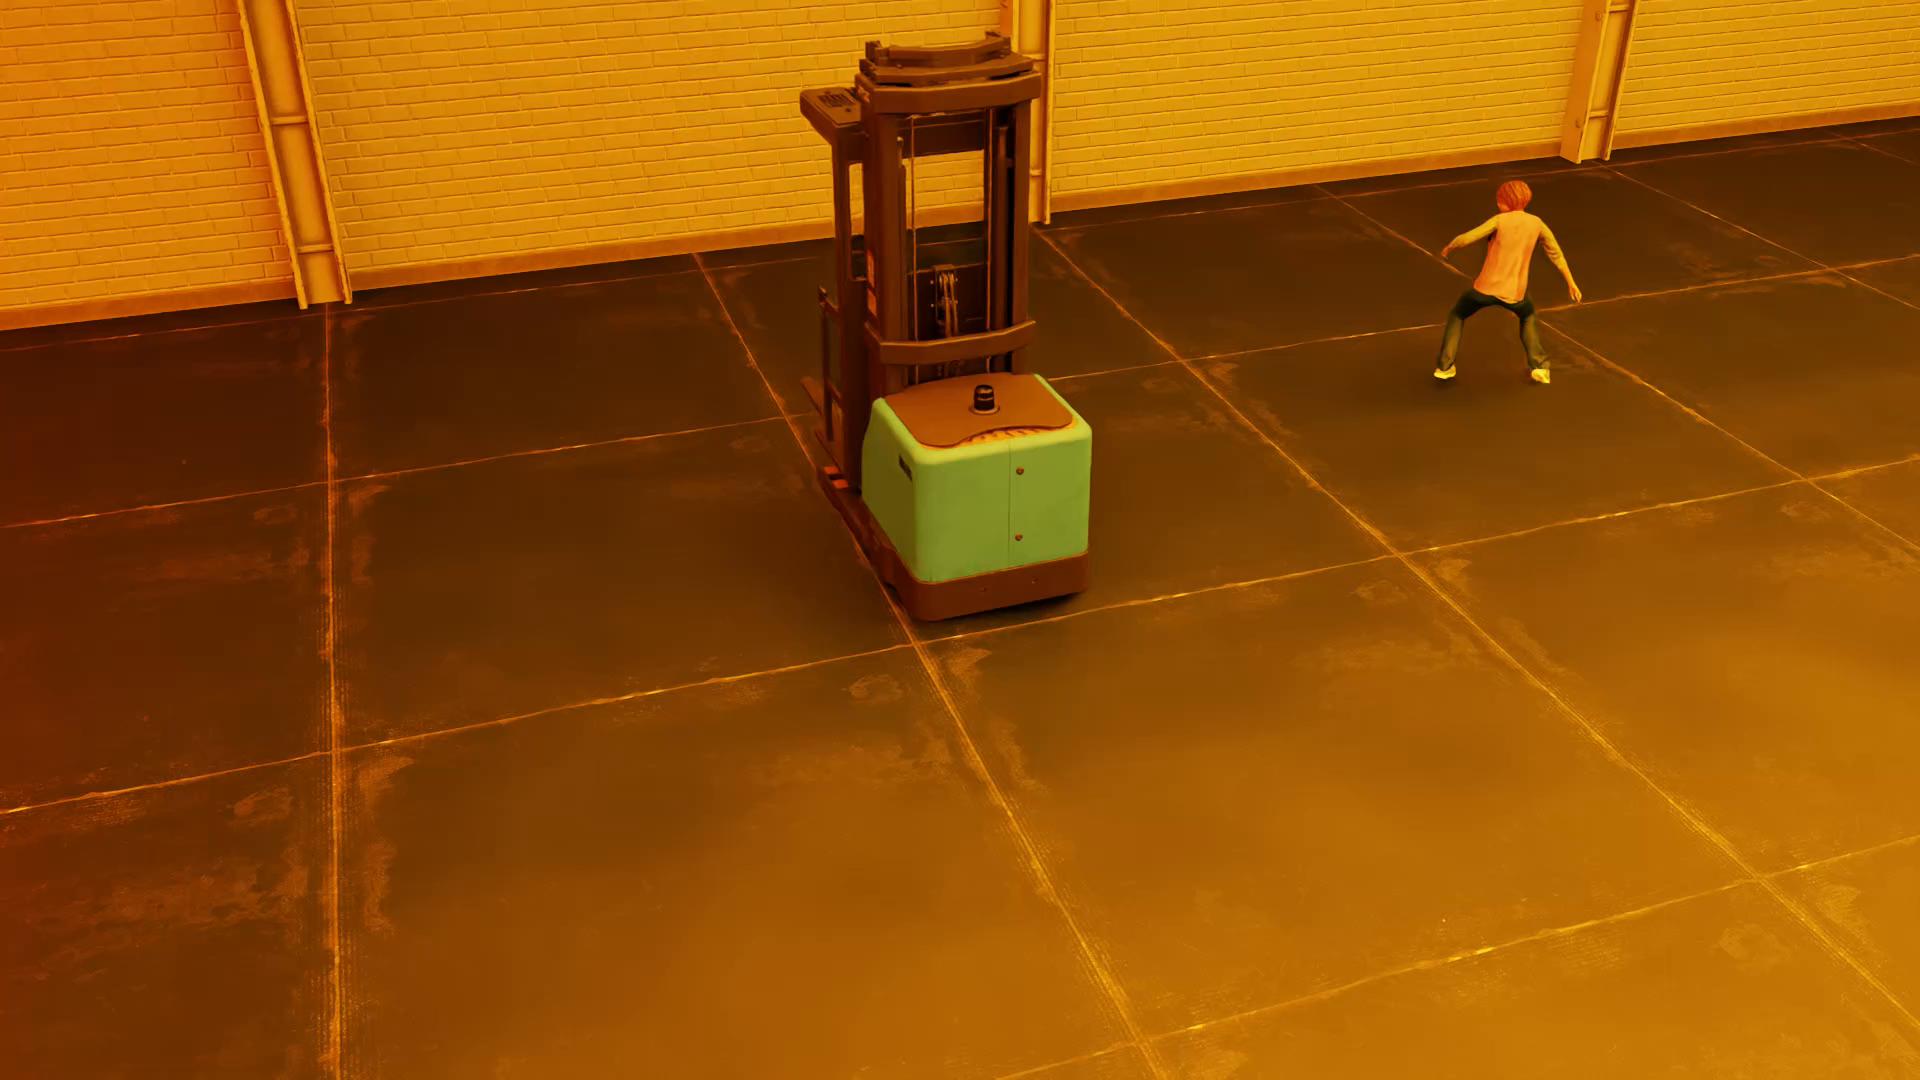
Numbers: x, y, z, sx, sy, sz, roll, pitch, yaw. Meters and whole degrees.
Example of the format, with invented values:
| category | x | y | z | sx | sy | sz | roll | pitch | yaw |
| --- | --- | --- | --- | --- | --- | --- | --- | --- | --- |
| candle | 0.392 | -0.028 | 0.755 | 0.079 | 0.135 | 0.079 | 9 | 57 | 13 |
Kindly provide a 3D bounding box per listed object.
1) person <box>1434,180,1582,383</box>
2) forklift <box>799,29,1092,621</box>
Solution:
| category | x | y | z | sx | sy | sz | roll | pitch | yaw |
| --- | --- | --- | --- | --- | --- | --- | --- | --- | --- |
| person | 3.853 | -1.747 | 11.714 | 0.921 | 1.524 | 0.517 | 5 | 30 | 9 |
| forklift | -0.260 | -1.548 | 9.777 | 1.130 | 2.935 | 3.031 | -11 | 32 | -18 |
